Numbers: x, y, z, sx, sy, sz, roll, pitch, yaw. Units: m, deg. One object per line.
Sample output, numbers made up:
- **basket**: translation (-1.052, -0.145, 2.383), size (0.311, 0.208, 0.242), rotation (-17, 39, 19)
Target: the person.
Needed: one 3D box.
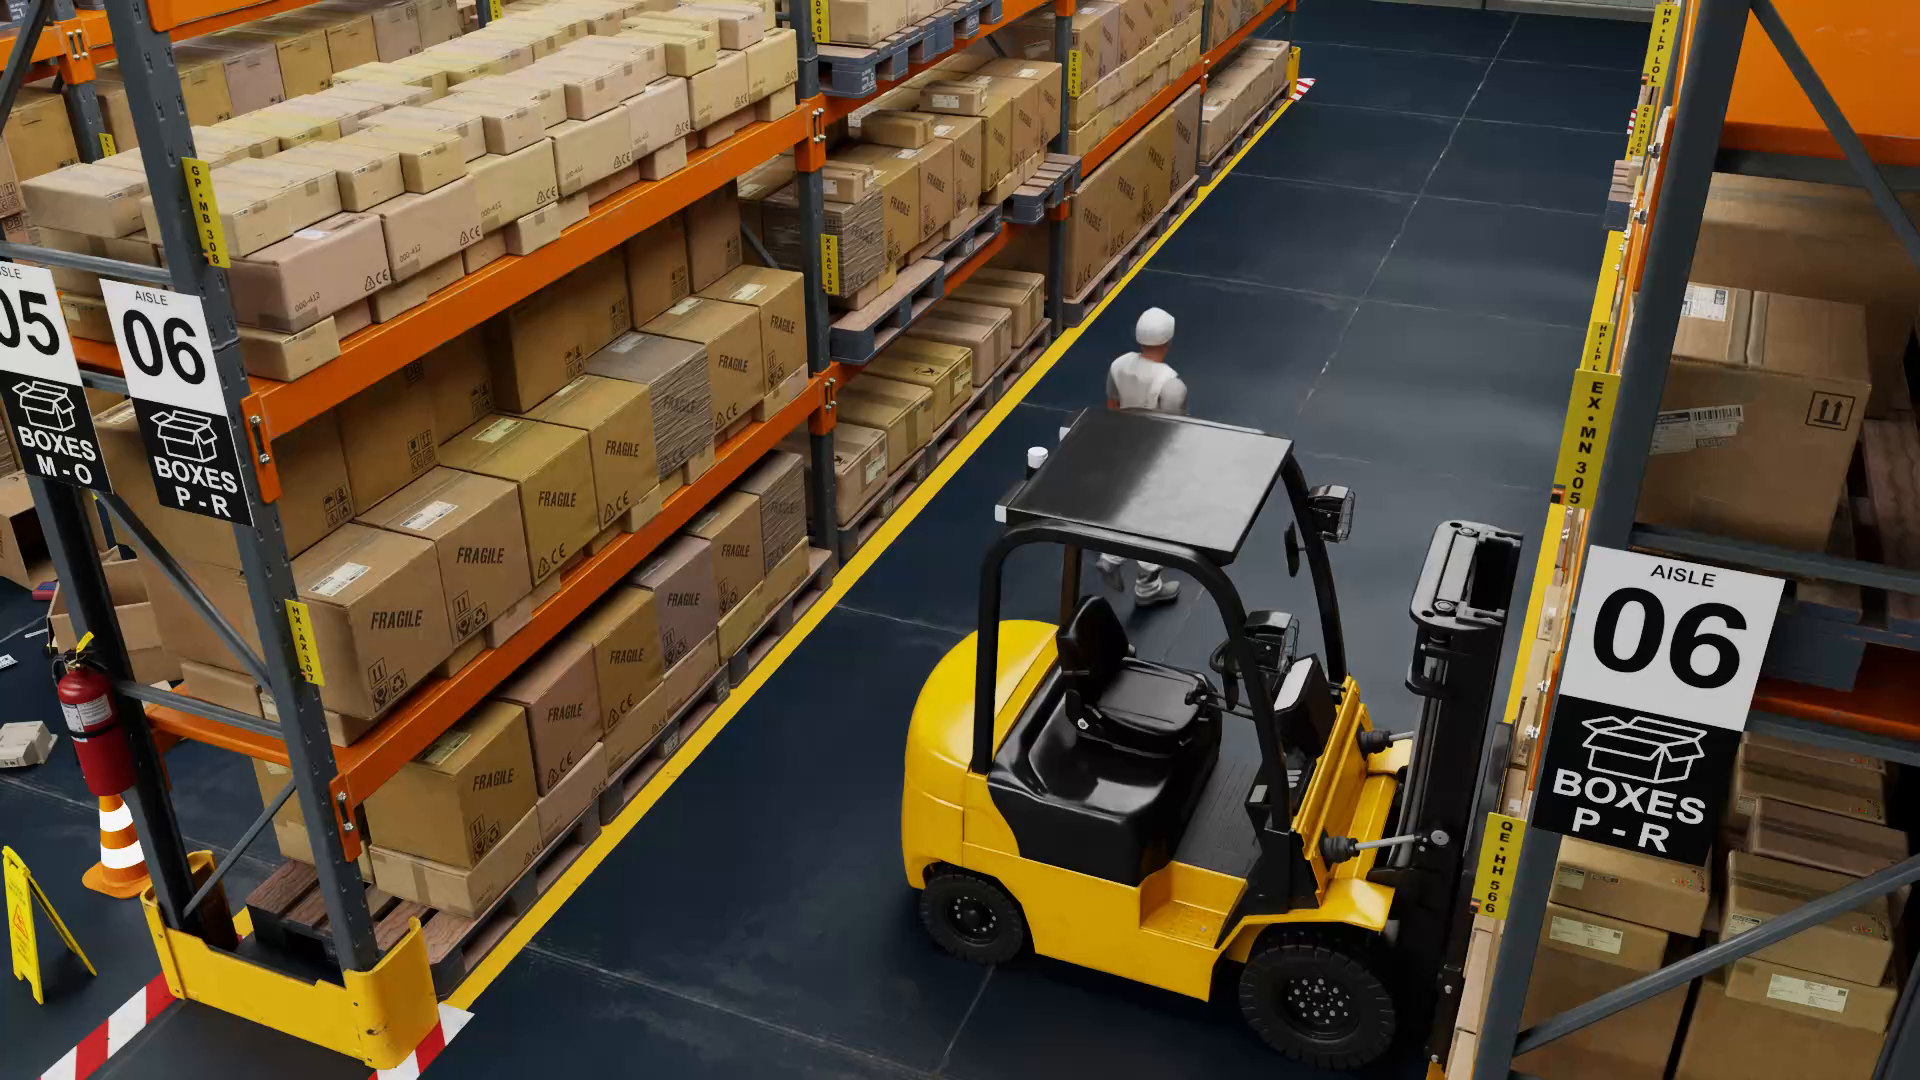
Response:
- **person**: translation (1.034, -0.438, 9.117), size (0.505, 1.784, 0.556), rotation (-18, 34, -29)
